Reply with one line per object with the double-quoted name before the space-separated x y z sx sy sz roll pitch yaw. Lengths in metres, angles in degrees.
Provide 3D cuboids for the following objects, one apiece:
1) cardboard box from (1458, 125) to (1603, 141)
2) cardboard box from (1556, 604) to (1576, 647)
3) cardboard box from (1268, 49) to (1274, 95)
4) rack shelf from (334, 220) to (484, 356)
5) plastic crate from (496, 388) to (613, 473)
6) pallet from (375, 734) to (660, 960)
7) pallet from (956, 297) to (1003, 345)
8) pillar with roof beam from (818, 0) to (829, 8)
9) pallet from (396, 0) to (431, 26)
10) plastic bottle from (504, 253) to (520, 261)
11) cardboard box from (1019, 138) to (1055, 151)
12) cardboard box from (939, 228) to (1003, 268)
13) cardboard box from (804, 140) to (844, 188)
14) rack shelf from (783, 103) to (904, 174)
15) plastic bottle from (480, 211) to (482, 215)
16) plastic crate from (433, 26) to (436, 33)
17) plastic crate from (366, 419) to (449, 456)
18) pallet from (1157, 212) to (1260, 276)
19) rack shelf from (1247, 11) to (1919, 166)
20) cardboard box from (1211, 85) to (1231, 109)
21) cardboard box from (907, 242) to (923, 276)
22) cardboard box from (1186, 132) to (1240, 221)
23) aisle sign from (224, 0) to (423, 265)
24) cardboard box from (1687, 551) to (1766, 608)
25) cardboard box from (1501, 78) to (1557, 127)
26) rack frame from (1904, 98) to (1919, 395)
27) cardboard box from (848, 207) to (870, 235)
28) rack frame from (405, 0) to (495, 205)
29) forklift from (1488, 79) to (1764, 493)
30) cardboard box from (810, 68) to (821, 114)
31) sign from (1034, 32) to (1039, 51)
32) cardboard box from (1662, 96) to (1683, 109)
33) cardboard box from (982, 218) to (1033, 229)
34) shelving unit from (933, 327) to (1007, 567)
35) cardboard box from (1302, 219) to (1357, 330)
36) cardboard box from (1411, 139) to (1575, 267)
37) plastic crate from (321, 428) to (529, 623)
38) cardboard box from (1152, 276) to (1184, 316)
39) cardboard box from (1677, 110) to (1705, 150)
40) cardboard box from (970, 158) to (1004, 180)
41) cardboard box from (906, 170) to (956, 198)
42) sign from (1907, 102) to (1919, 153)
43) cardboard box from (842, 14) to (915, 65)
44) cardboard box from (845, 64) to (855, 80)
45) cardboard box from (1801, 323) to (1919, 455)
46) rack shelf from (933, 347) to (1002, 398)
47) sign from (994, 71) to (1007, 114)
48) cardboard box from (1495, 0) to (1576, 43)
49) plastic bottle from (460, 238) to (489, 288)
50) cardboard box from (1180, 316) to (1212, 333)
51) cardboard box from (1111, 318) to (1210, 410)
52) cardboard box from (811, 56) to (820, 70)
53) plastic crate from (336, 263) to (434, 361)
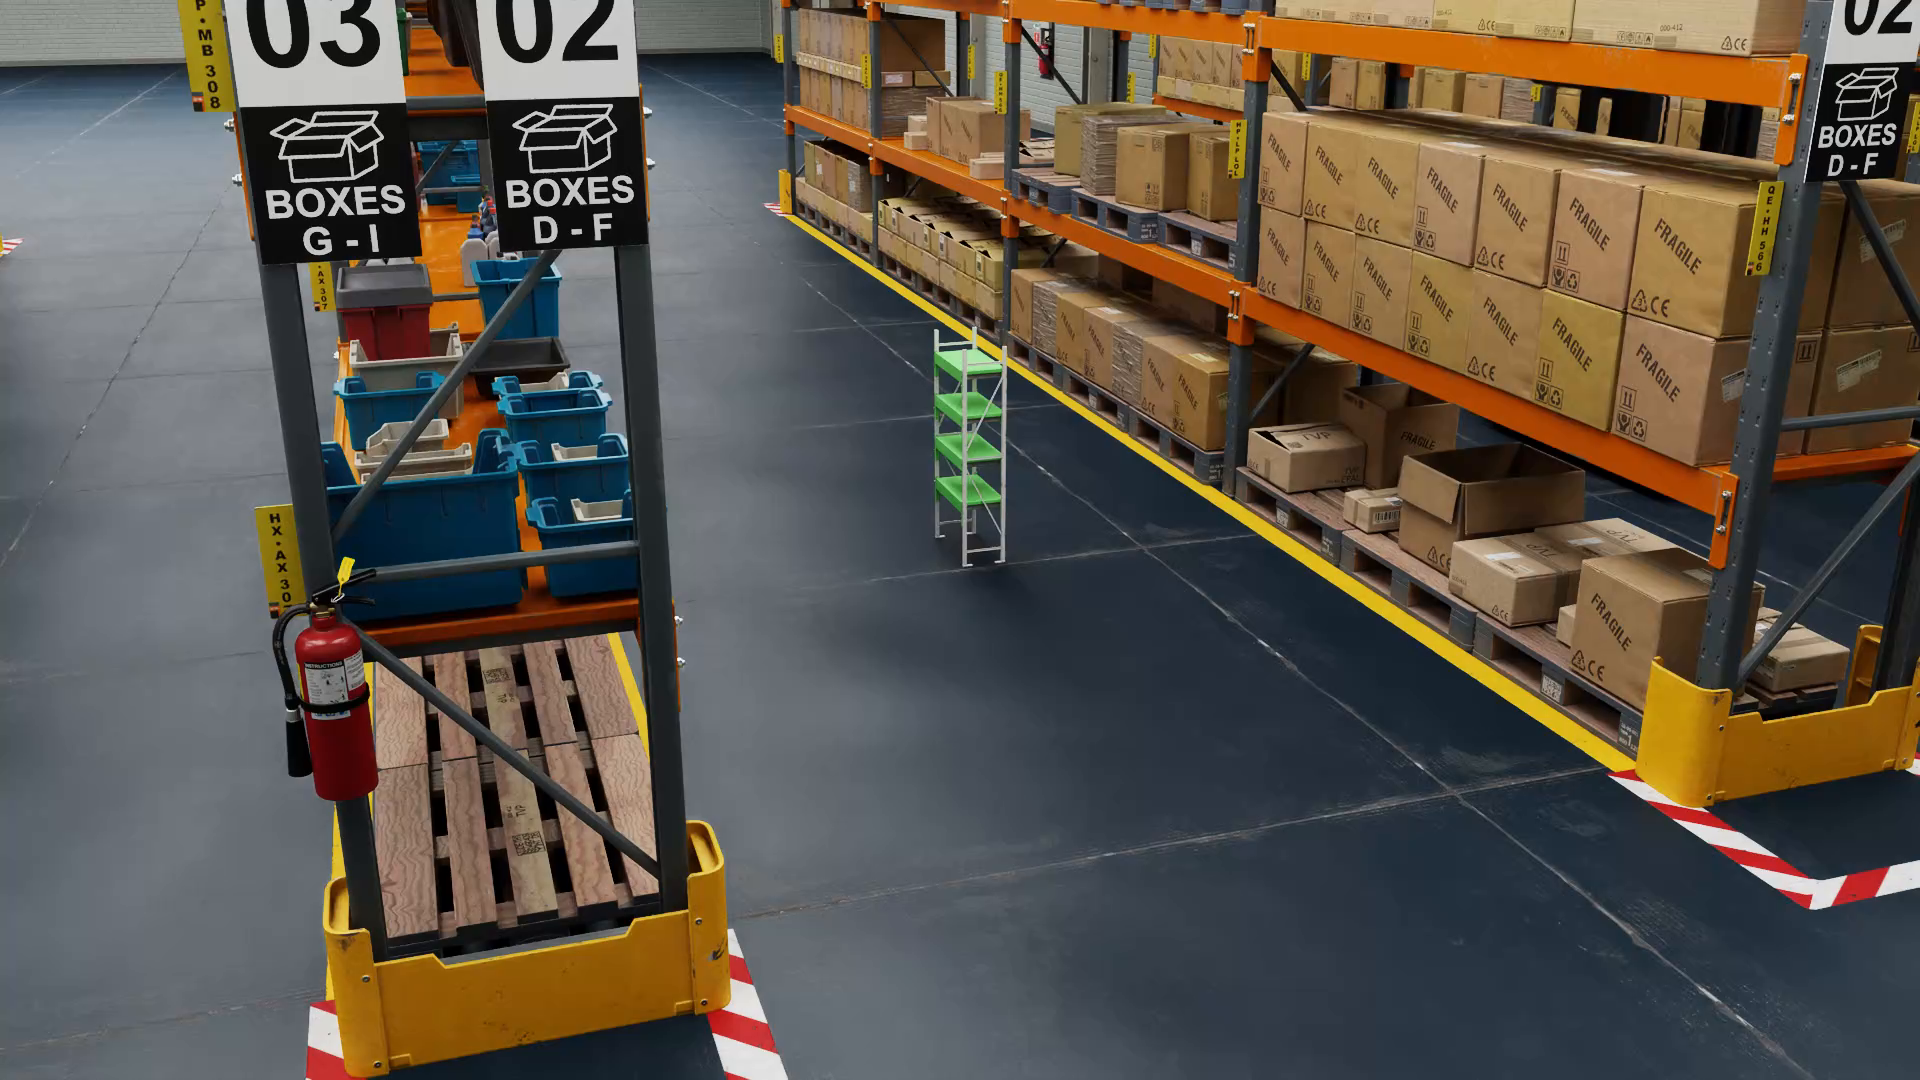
"cardboard box" 2.828 -1.792 8.340 0.500 0.500 0.500 -6 21 -17
"cardboard box" 2.913 0.388 7.440 0.380 0.166 0.250 -6 21 -17
"cardboard box" 3.684 -5.399 19.095 0.500 0.500 0.500 -7 21 -18
"rack shelf" -3.230 -1.513 10.255 1.077 0.370 4.000 -6 21 -17
"plastic crate" -1.523 -0.412 6.285 0.416 0.233 0.300 -6 21 -17
"pallet" -1.567 1.118 5.992 1.003 0.211 1.213 -6 21 -17
"pallet" 0.623 -1.974 14.600 1.003 0.211 1.213 -6 21 -17
"pillar with roof beam" -7.557 -16.048 40.783 9.100 9.000 0.400 -6 21 -17
"pallet" -2.941 -2.773 8.543 1.213 0.211 1.003 -6 21 -17
"plastic bottle" -2.500 -1.457 9.220 0.152 0.276 0.135 -6 21 -17
"cardboard box" 0.747 -3.284 14.253 0.500 0.311 0.500 -7 21 -18
"cardboard box" 0.121 -2.656 14.990 0.500 0.311 0.500 -7 21 -18
"cardboard box" -1.554 -4.486 19.805 0.500 0.500 0.500 -6 21 -17
"rack shelf" -1.041 -4.605 18.864 1.077 0.370 4.000 -6 21 -17
"plastic bottle" -3.235 -2.202 11.404 0.097 0.201 0.097 0 20 0
"plastic crate" -2.182 -2.418 7.586 0.450 0.188 0.662 -6 21 -17
"plastic crate" -2.071 -0.347 6.246 0.298 0.136 0.250 -6 21 -17
"pallet" 1.954 -1.912 10.587 1.003 0.211 1.213 -6 21 -17
"rack shelf" 2.731 -2.166 7.636 1.077 0.370 4.000 -6 21 -17
"cardboard box" 3.372 -5.370 20.121 0.500 0.250 0.500 -6 21 -17
"cardboard box" -0.196 -2.719 15.997 0.500 0.250 0.500 -7 21 -19
"cardboard box" 1.889 -2.369 10.805 0.700 0.500 0.500 -3 20 -9
"aisle sign" -1.600 -1.095 4.182 0.394 0.787 0.004 -6 21 -17
"cardboard box" 3.300 0.271 7.641 0.500 0.250 0.500 -6 21 -17
"cardboard box" 5.389 -3.950 15.176 0.700 0.500 0.500 -9 22 -24
"rack frame" 6.803 -2.262 11.277 1.000 3.000 0.127 -6 21 -17
"cardboard box" -0.914 -3.492 18.149 0.500 0.250 0.500 -6 21 -17
"rack frame" -3.859 -2.493 11.920 1.000 3.000 0.127 -6 21 -17
"forklift" 4.327 -2.114 10.966 1.130 2.935 3.031 -6 21 -16
"cardboard box" -1.366 -5.313 19.624 0.700 0.500 0.500 -6 21 -16
"sign" 1.371 -8.908 29.727 0.001 0.329 0.234 -6 21 -17
"cardboard box" 5.775 -3.590 13.246 0.500 0.250 0.500 -6 21 -17
"cardboard box" 0.465 -2.881 15.618 0.500 0.311 0.500 -7 21 -18
"shelving unit" 0.052 -0.512 9.066 0.258 1.200 0.503 -6 21 -17
"cardboard box" 2.167 -1.425 8.799 0.500 0.500 0.500 -6 21 -16
"cardboard box" 2.470 -1.575 7.737 0.500 0.500 0.500 -6 21 -16
"plastic crate" -1.627 -0.058 5.000 0.616 0.435 0.499 -6 21 -17
"cardboard box" 1.709 -1.781 11.875 0.500 0.250 0.500 -7 21 -18
"cardboard box" 5.938 -3.064 12.893 0.500 0.500 0.500 -6 21 -16
"cardboard box" 0.300 -3.159 14.146 0.380 0.149 0.250 -6 21 -17
"cardboard box" -0.261 -3.740 17.730 0.500 0.500 0.500 -6 21 -17
"sign" 6.291 -2.709 10.925 0.100 0.325 0.005 -6 21 -17
"cardboard box" -0.875 -5.424 18.013 0.700 0.500 0.500 -6 21 -17
"cardboard box" -1.020 -5.045 17.918 0.380 0.149 0.250 -6 21 -17
"cardboard box" 3.470 -0.668 6.692 0.500 0.500 0.500 -6 21 -16
"rack shelf" 0.052 -0.903 8.925 0.258 0.148 0.480 -6 21 -17
"sign" 0.319 -3.503 13.019 0.100 0.325 0.005 -6 21 -17
"cardboard box" 2.631 -2.250 7.027 0.500 0.250 0.500 -6 21 -17
"plastic bottle" -2.821 -1.621 9.676 0.152 0.276 0.135 -6 21 -17
"cardboard box" 1.853 -1.277 11.583 0.500 0.500 0.500 -6 21 -17
"cardboard box" 1.370 -1.214 11.405 0.500 0.500 0.500 -6 21 -17
"cardboard box" -1.511 -5.543 19.304 0.380 0.149 0.250 -7 21 -18
"plastic crate" -2.559 -0.955 7.453 0.402 0.464 0.583 -6 21 -17
